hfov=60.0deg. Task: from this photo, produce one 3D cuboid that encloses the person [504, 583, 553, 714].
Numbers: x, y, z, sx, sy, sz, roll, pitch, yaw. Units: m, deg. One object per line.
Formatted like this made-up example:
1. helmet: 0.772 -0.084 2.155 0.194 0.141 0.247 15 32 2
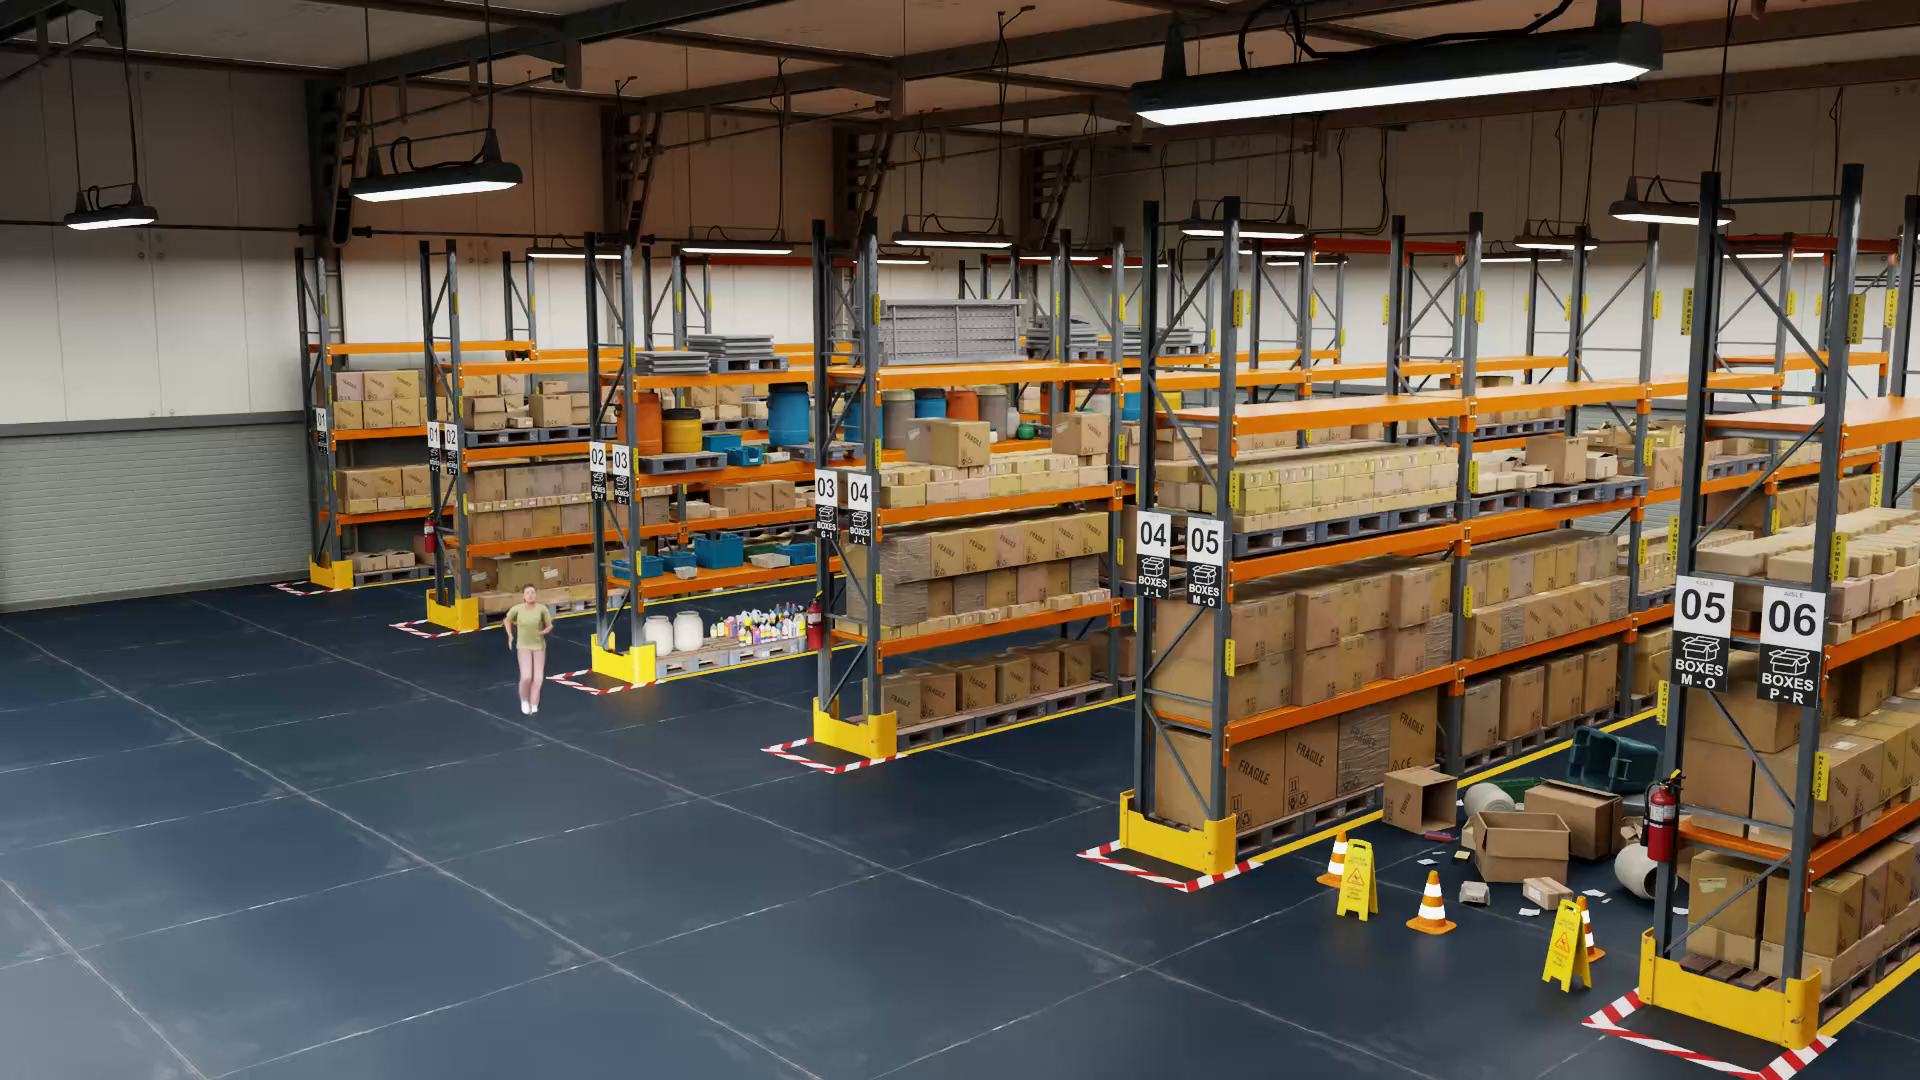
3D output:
1. person: -5.288 1.349 20.491 0.560 1.641 0.616 -3 9 -21
